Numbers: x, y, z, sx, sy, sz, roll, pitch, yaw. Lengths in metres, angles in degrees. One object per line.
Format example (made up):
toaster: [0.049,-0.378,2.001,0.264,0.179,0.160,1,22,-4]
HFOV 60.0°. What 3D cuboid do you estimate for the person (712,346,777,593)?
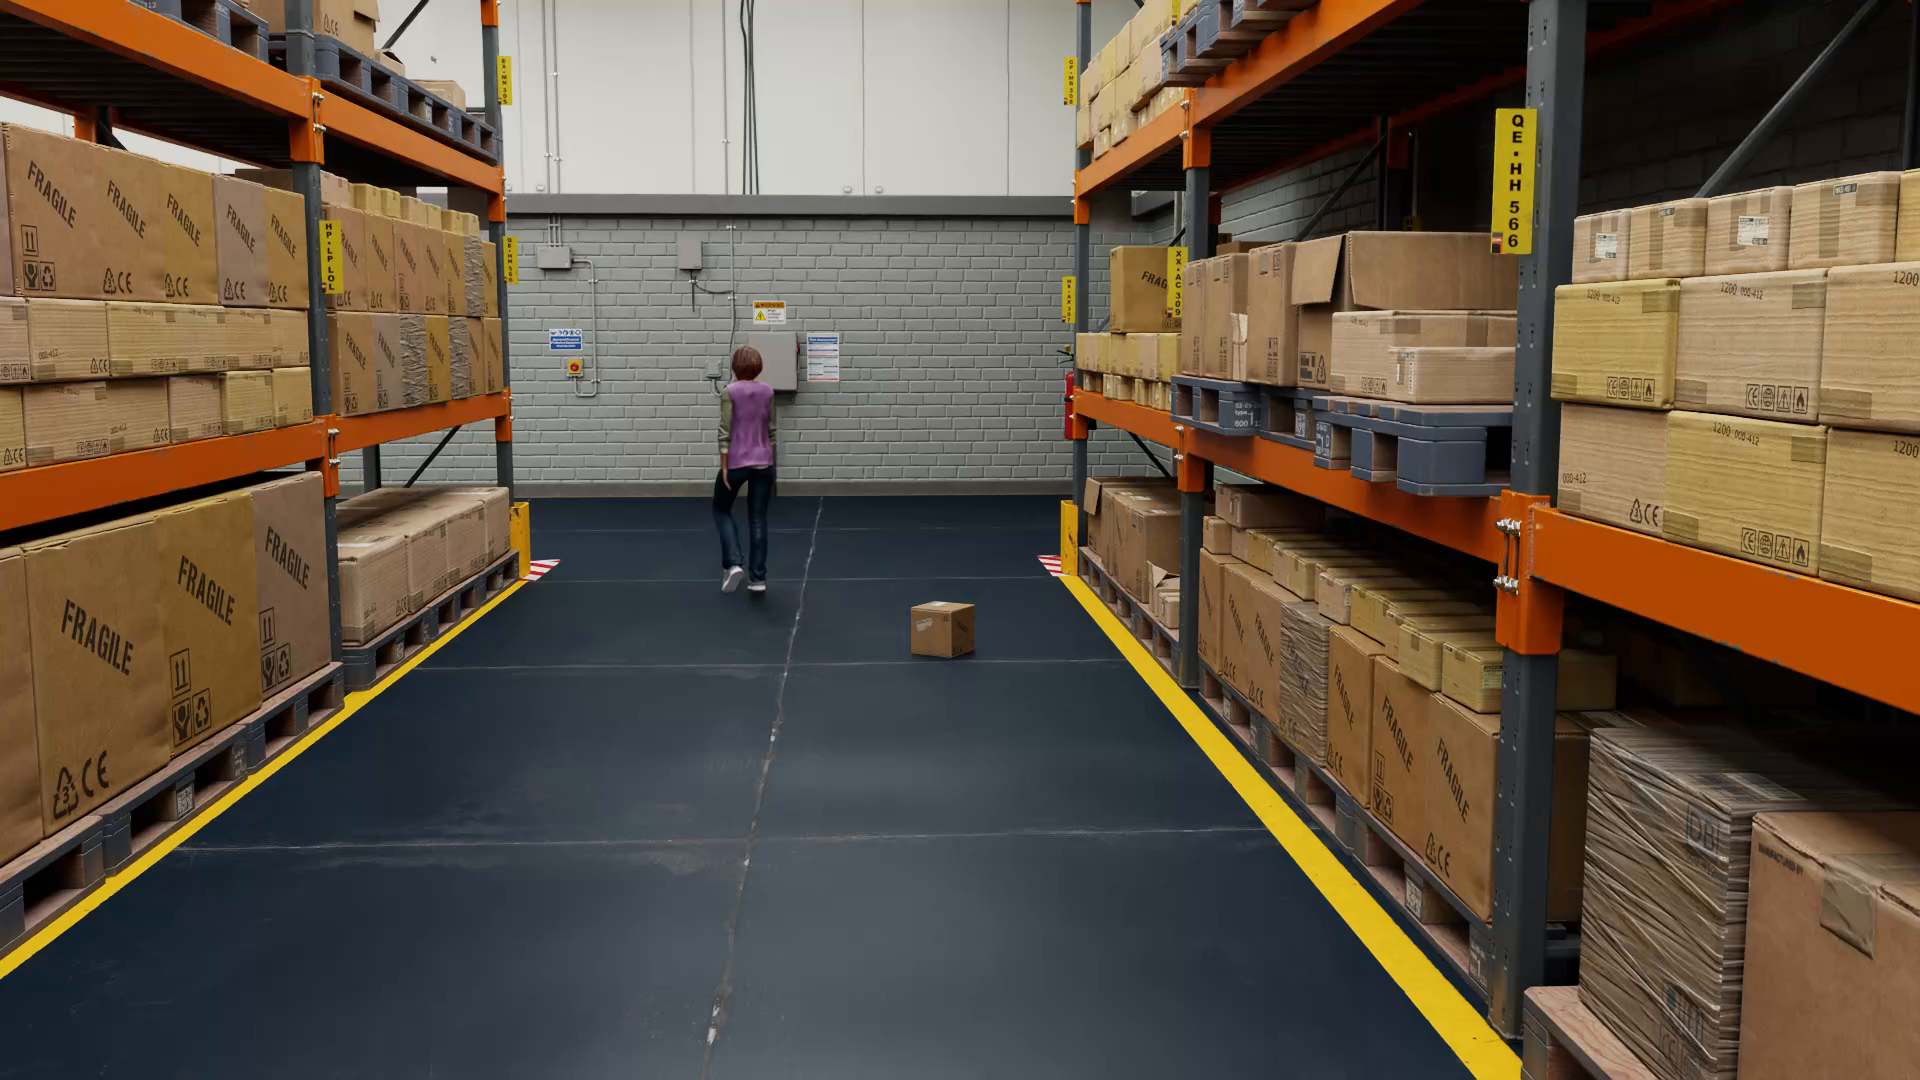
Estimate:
person: [-1.388,-0.448,10.825,0.430,1.626,0.451,-3,8,-25]
